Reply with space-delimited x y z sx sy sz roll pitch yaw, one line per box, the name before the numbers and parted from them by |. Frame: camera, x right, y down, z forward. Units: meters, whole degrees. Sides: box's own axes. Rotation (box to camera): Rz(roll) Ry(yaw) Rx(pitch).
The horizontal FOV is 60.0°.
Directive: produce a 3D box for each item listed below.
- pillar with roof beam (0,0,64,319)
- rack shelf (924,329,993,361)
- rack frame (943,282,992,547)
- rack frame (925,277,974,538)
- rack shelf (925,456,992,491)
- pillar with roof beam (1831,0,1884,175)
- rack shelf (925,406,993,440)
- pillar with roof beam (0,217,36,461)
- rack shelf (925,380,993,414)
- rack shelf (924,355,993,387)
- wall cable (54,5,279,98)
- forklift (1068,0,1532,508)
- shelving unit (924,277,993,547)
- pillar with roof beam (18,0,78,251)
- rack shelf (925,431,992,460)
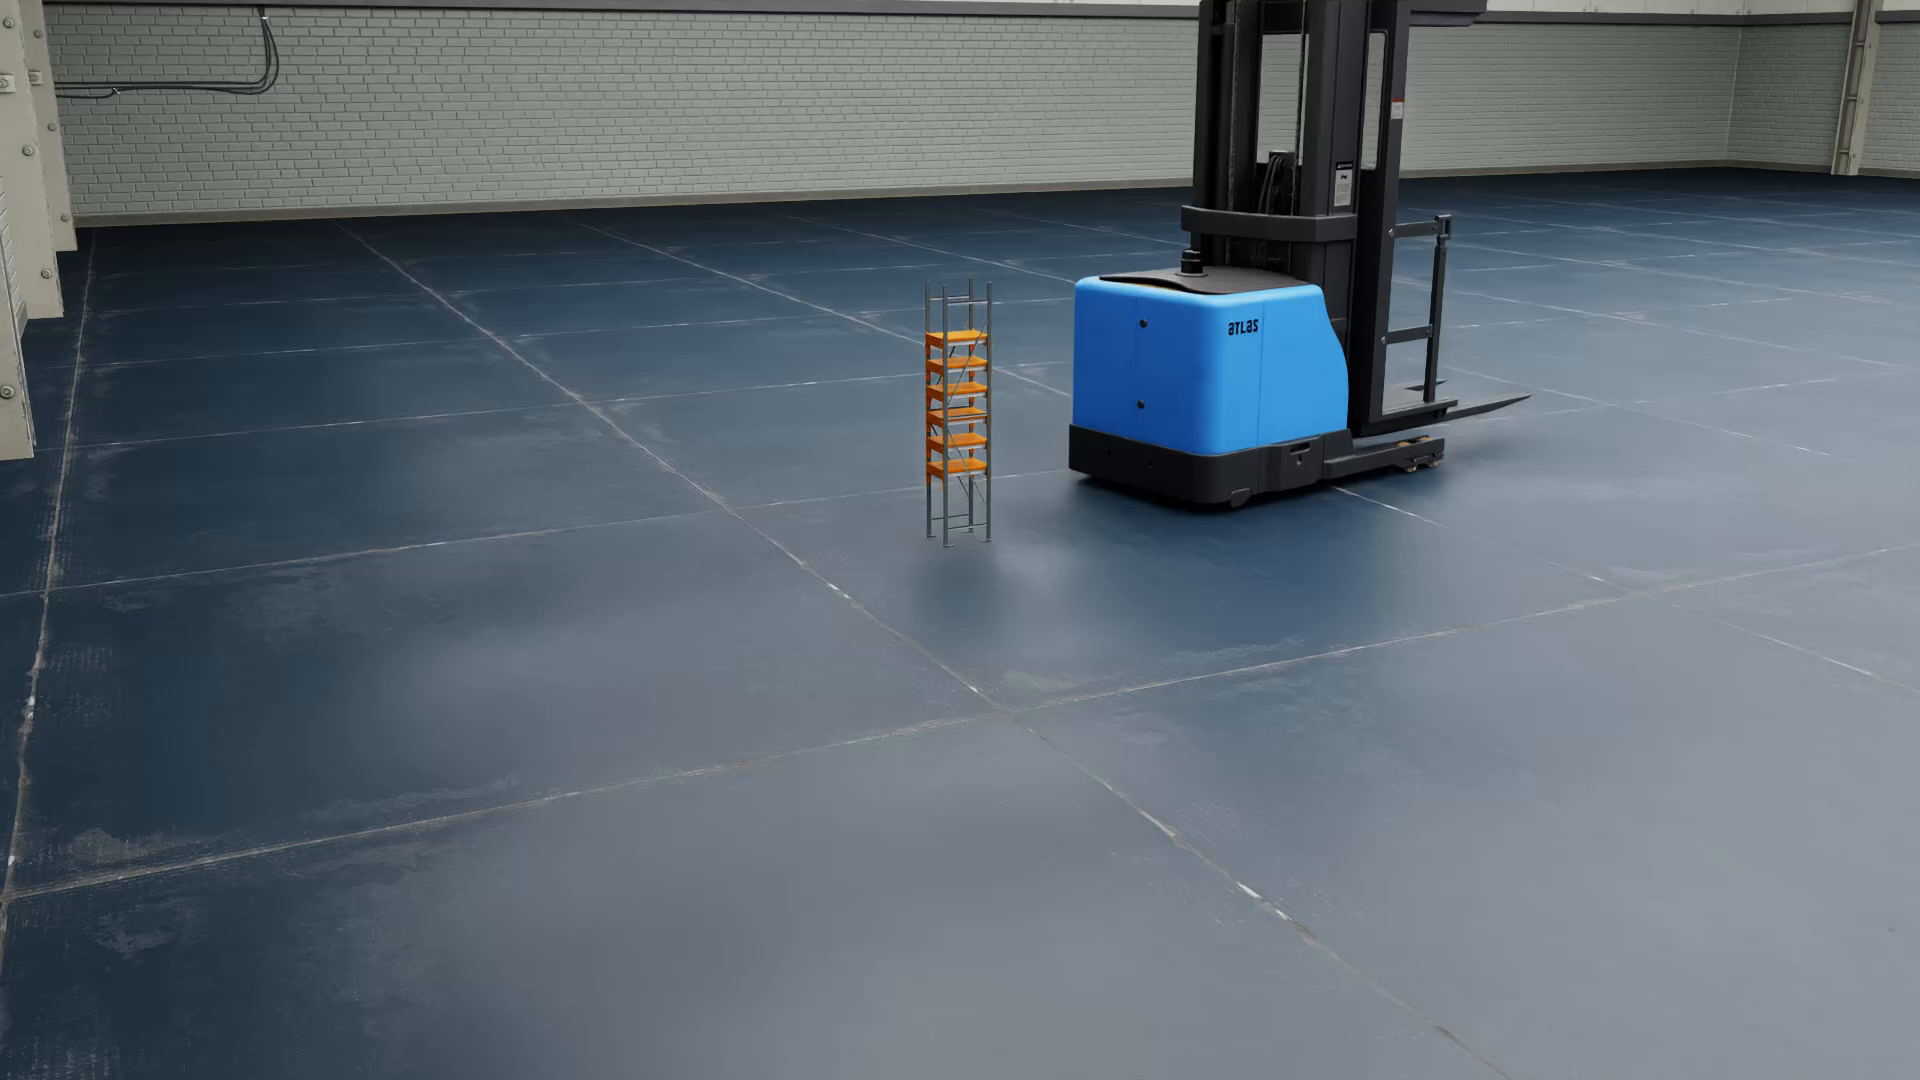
pillar with roof beam | -4.207 -6.828 15.231 9.100 9.000 0.400 -8 18 -25
rack shelf | -0.006 -0.884 7.511 0.258 0.103 0.180 -8 18 -25
rack frame | 0.034 -0.558 7.519 0.240 1.200 0.006 -8 18 -25
rack frame | -0.046 -0.603 7.677 0.240 1.200 0.006 -8 18 -25
rack shelf | -0.006 -0.307 7.676 0.258 0.103 0.180 -8 18 -25
pillar with roof beam | 13.741 -11.082 30.054 9.100 9.000 0.400 -8 18 -25
rack shelf | -0.006 -0.538 7.610 0.258 0.103 0.180 -8 18 -25
pillar with roof beam | -1.578 -5.341 10.047 9.100 9.000 0.400 -8 18 -25
rack shelf | -0.006 -0.653 7.577 0.258 0.103 0.180 -8 18 -25
rack shelf | -0.006 -0.768 7.544 0.258 0.103 0.180 -8 18 -25
wall cable | -10.807 -7.194 22.133 3.097 2.526 0.112 -8 18 -25
forklift | 2.043 -1.877 8.978 3.031 2.935 1.130 -12 20 -37
shelving unit | -0.006 -0.580 7.598 0.258 1.200 0.189 -8 18 -25
pillar with roof beam | -6.835 -8.316 20.415 9.100 9.000 0.400 -8 18 -25
rack shelf | -0.006 -0.422 7.643 0.258 0.103 0.180 -8 18 -25
